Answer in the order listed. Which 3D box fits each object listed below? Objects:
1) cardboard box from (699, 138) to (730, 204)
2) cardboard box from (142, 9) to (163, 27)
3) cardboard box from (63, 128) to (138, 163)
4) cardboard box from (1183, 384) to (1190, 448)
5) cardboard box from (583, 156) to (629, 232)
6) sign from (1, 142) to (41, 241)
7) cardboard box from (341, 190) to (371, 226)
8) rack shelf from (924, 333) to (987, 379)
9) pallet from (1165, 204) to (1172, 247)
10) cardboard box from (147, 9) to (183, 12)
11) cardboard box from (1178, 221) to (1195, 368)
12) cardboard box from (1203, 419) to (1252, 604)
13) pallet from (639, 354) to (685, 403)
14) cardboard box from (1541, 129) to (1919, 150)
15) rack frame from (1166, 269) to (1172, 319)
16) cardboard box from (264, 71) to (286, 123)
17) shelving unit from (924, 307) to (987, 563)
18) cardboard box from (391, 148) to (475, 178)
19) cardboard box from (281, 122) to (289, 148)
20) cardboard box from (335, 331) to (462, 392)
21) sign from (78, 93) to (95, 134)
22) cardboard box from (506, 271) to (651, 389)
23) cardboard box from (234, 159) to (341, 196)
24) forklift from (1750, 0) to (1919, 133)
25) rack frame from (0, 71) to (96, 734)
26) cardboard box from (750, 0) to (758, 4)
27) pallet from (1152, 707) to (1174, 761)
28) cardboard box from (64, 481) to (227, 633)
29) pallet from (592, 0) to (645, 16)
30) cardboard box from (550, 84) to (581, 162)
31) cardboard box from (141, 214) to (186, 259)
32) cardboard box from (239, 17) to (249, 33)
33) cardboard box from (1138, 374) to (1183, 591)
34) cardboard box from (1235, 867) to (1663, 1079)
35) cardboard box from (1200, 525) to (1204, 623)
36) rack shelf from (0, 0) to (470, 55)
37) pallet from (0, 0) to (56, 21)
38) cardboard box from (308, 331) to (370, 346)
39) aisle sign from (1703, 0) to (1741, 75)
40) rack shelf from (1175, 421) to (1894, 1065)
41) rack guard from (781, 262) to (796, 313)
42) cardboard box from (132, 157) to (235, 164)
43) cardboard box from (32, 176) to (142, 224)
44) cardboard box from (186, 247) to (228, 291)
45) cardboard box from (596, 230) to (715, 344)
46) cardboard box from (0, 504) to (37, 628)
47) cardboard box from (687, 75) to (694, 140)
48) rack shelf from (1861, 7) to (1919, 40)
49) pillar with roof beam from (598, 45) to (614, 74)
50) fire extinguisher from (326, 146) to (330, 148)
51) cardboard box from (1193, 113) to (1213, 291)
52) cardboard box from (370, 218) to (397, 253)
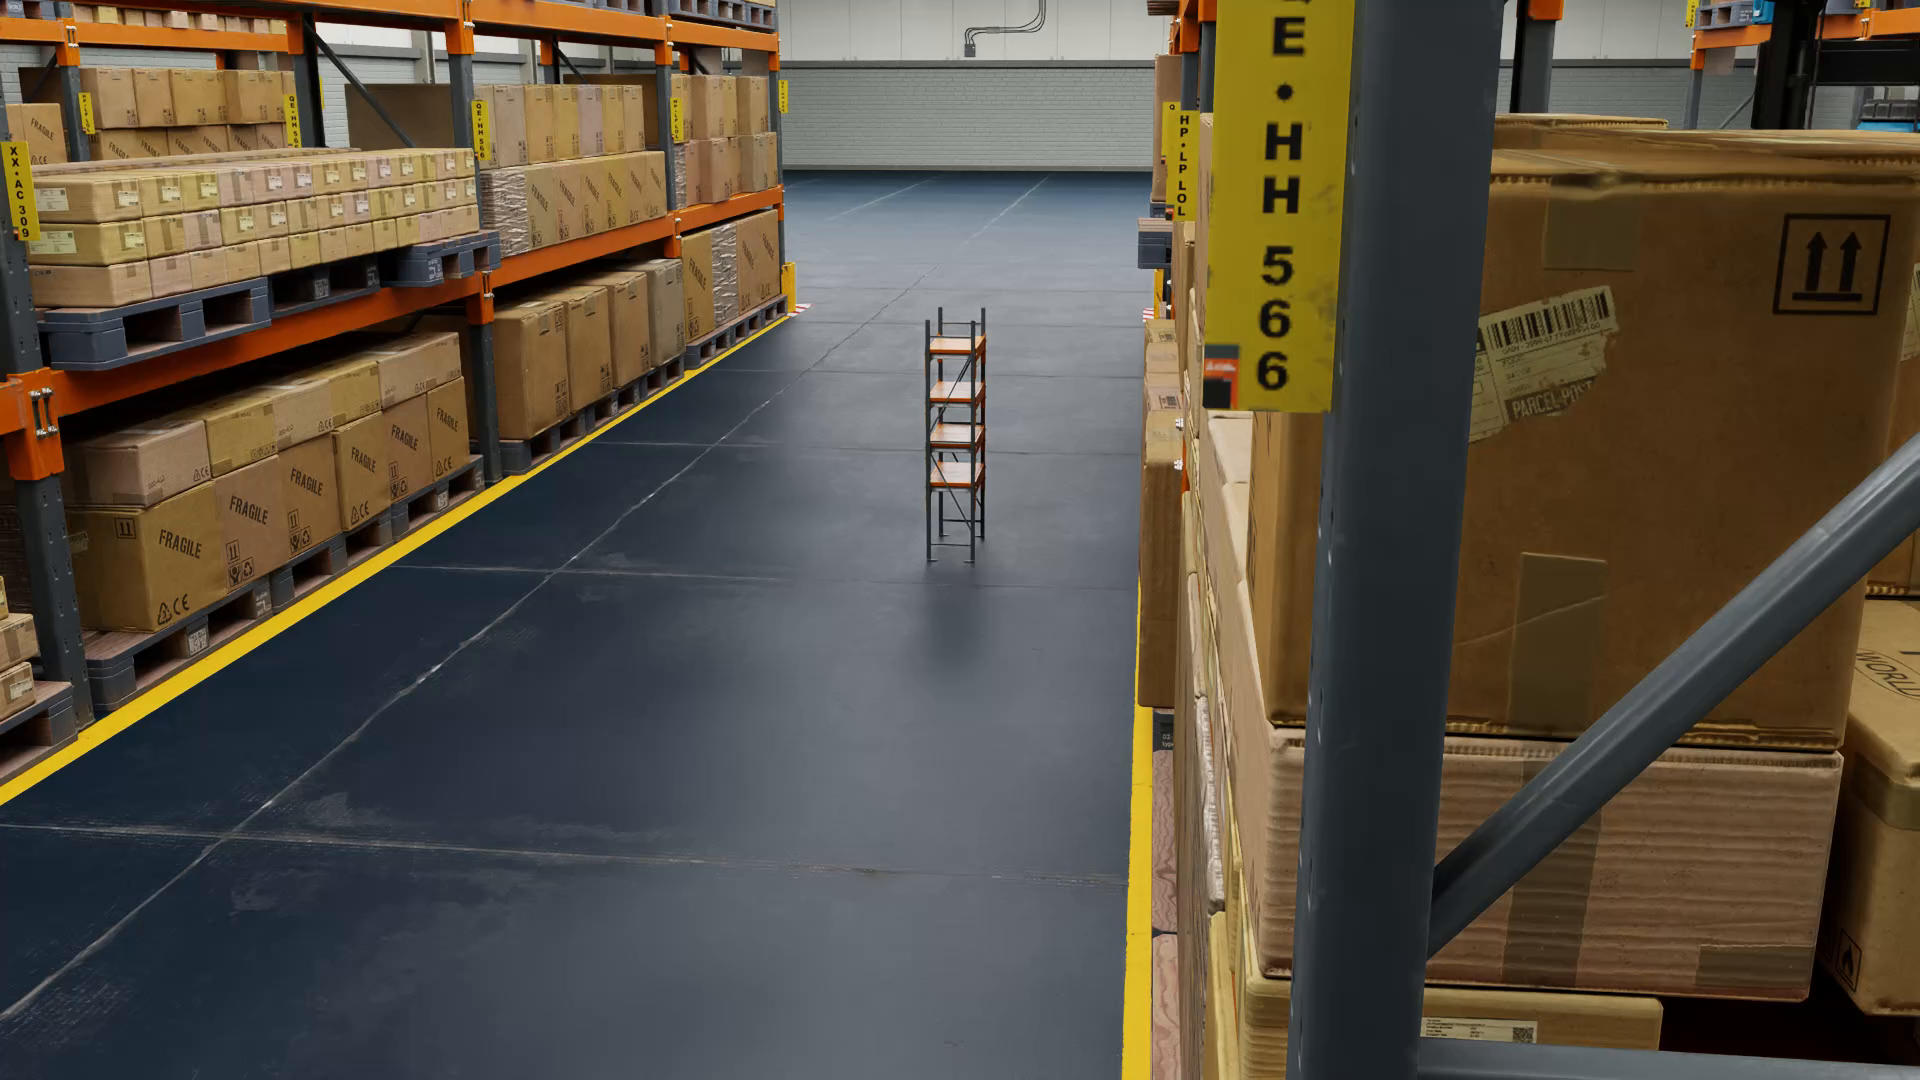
[{"bbox_3d":[-2.551,-3.291,14.800,0.875,0.550,0.550,2,15,6],"label":"cardboard box"},{"bbox_3d":[-7.337,-4.629,14.771,0.380,0.149,0.250,1,15,5],"label":"cardboard box"},{"bbox_3d":[-7.401,-3.260,14.211,0.500,0.500,0.500,2,15,6],"label":"cardboard box"},{"bbox_3d":[0.823,-0.339,4.652,0.380,0.149,0.250,1,15,4],"label":"cardboard box"},{"bbox_3d":[-2.705,-2.486,11.917,0.500,0.500,0.500,2,15,7],"label":"cardboard box"},{"bbox_3d":[-3.161,-1.172,5.591,0.100,0.325,0.005,2,15,6],"label":"sign"},{"bbox_3d":[-2.996,-1.554,7.771,0.380,0.149,0.250,2,15,8],"label":"cardboard box"},{"bbox_3d":[-0.019,-0.916,8.244,0.258,0.148,0.480,2,15,6],"label":"rack shelf"},{"bbox_3d":[1.850,-2.055,10.884,1.003,0.211,1.213,2,15,6],"label":"pallet"},{"bbox_3d":[-7.288,-4.851,14.828,0.500,0.250,0.500,2,15,7],"label":"cardboard box"},{"bbox_3d":[1.060,-0.902,6.058,0.500,0.500,0.500,2,15,8],"label":"cardboard box"},{"bbox_3d":[0.671,-0.027,2.731,0.500,0.250,0.500,1,15,4],"label":"cardboard box"},{"bbox_3d":[-2.810,-1.295,13.045,1.003,0.211,1.213,2,15,6],"label":"pallet"},{"bbox_3d":[1.196,-0.372,2.573,0.500,0.500,0.500,1,15,5],"label":"cardboard box"},{"bbox_3d":[2.119,-2.671,12.792,1.000,3.000,0.127,2,15,6],"label":"rack frame"},{"bbox_3d":[-7.182,-4.405,16.527,0.700,0.500,0.500,2,15,7],"label":"cardboard box"},{"bbox_3d":[-0.019,-0.536,8.347,0.258,1.200,0.503,2,15,6],"label":"shelving unit"},{"bbox_3d":[-2.849,-2.034,8.973,0.380,0.149,0.250,1,15,4],"label":"cardboard box"},{"bbox_3d":[-7.064,-4.043,17.106,0.500,0.500,0.500,1,15,5],"label":"cardboard box"},{"bbox_3d":[-3.066,-0.978,9.082,0.500,0.250,0.500,1,15,5],"label":"cardboard box"},{"bbox_3d":[-7.176,-3.506,13.663,0.100,0.325,0.005,2,15,6],"label":"sign"},{"bbox_3d":[-2.891,-1.546,12.138,1.050,0.750,0.750,2,15,6],"label":"cardboard box"},{"bbox_3d":[-3.027,-1.631,7.483,0.380,0.149,0.250,2,15,8],"label":"cardboard box"},{"bbox_3d":[4.529,-1.424,8.313,1.130,2.935,3.031,11,19,35],"label":"forklift"},{"bbox_3d":[-3.701,-0.768,5.756,1.000,3.000,0.127,2,15,6],"label":"rack frame"},{"bbox_3d":[-2.134,-5.164,15.753,0.380,0.149,0.250,2,15,7],"label":"cardboard box"},{"bbox_3d":[1.228,0.548,6.231,1.003,0.211,1.213,2,15,6],"label":"pallet"},{"bbox_3d":[-3.354,0.052,6.707,0.500,0.500,0.500,2,15,8],"label":"cardboard box"},{"bbox_3d":[-2.852,-3.959,12.178,0.805,0.209,1.217,1,15,4],"label":"pallet"},{"bbox_3d":[-3.020,-2.849,11.346,0.700,0.500,0.500,2,15,6],"label":"cardboard box"},{"bbox_3d":[-3.172,-1.149,6.272,0.380,0.149,0.250,1,15,5],"label":"cardboard box"},{"bbox_3d":[-7.193,-5.029,16.248,0.380,0.149,0.250,2,15,7],"label":"cardboard box"},{"bbox_3d":[1.368,-0.171,6.815,1.225,0.875,0.875,1,15,4],"label":"cardboard box"},{"bbox_3d":[0.478,0.461,1.692,0.380,0.149,0.250,2,15,7],"label":"cardboard box"},{"bbox_3d":[0.651,0.064,3.159,0.380,0.149,0.250,2,15,7],"label":"cardboard box"},{"bbox_3d":[-3.475,-2.388,7.377,1.077,0.370,4.000,2,15,6],"label":"rack shelf"},{"bbox_3d":[-7.903,-4.163,12.924,1.213,0.211,1.003,2,15,6],"label":"pallet"},{"bbox_3d":[-3.568,-0.992,9.131,0.500,0.250,0.500,1,15,4],"label":"cardboard box"},{"bbox_3d":[7.209,-4.844,15.851,0.394,0.787,0.004,2,15,6],"label":"aisle sign"},{"bbox_3d":[0.990,0.270,3.294,1.077,0.370,4.000,2,15,6],"label":"rack shelf"},{"bbox_3d":[-2.344,-2.680,17.615,1.175,0.500,0.348,2,15,6],"label":"rack guard"},{"bbox_3d":[-3.641,-1.719,7.810,0.380,0.149,0.250,2,15,8],"label":"cardboard box"},{"bbox_3d":[-3.199,-1.225,5.984,0.380,0.149,0.250,2,15,9],"label":"cardboard box"},{"bbox_3d":[-3.142,-1.075,6.568,0.380,0.149,0.250,2,15,7],"label":"cardboard box"},{"bbox_3d":[-2.658,-2.181,14.247,0.875,0.875,0.875,2,15,7],"label":"cardboard box"},{"bbox_3d":[-3.868,0.036,6.765,0.500,0.500,0.500,1,15,5],"label":"cardboard box"},{"bbox_3d":[-2.776,-3.677,14.159,0.875,0.550,0.550,2,15,6],"label":"cardboard box"},{"bbox_3d":[6.815,-3.107,10.037,1.077,0.370,4.000,2,15,6],"label":"rack shelf"},{"bbox_3d":[-5.520,-14.541,45.199,9.100,9.000,0.400,2,15,6],"label":"pillar with roof beam"},{"bbox_3d":[-6.806,-3.979,17.778,0.296,0.674,0.183,2,15,6],"label":"fire extinguisher"},{"bbox_3d":[0.908,-0.912,4.570,0.500,0.500,0.500,2,15,6],"label":"cardboard box"},{"bbox_3d":[-2.967,-1.480,8.066,0.380,0.149,0.250,1,15,4],"label":"cardboard box"}]
